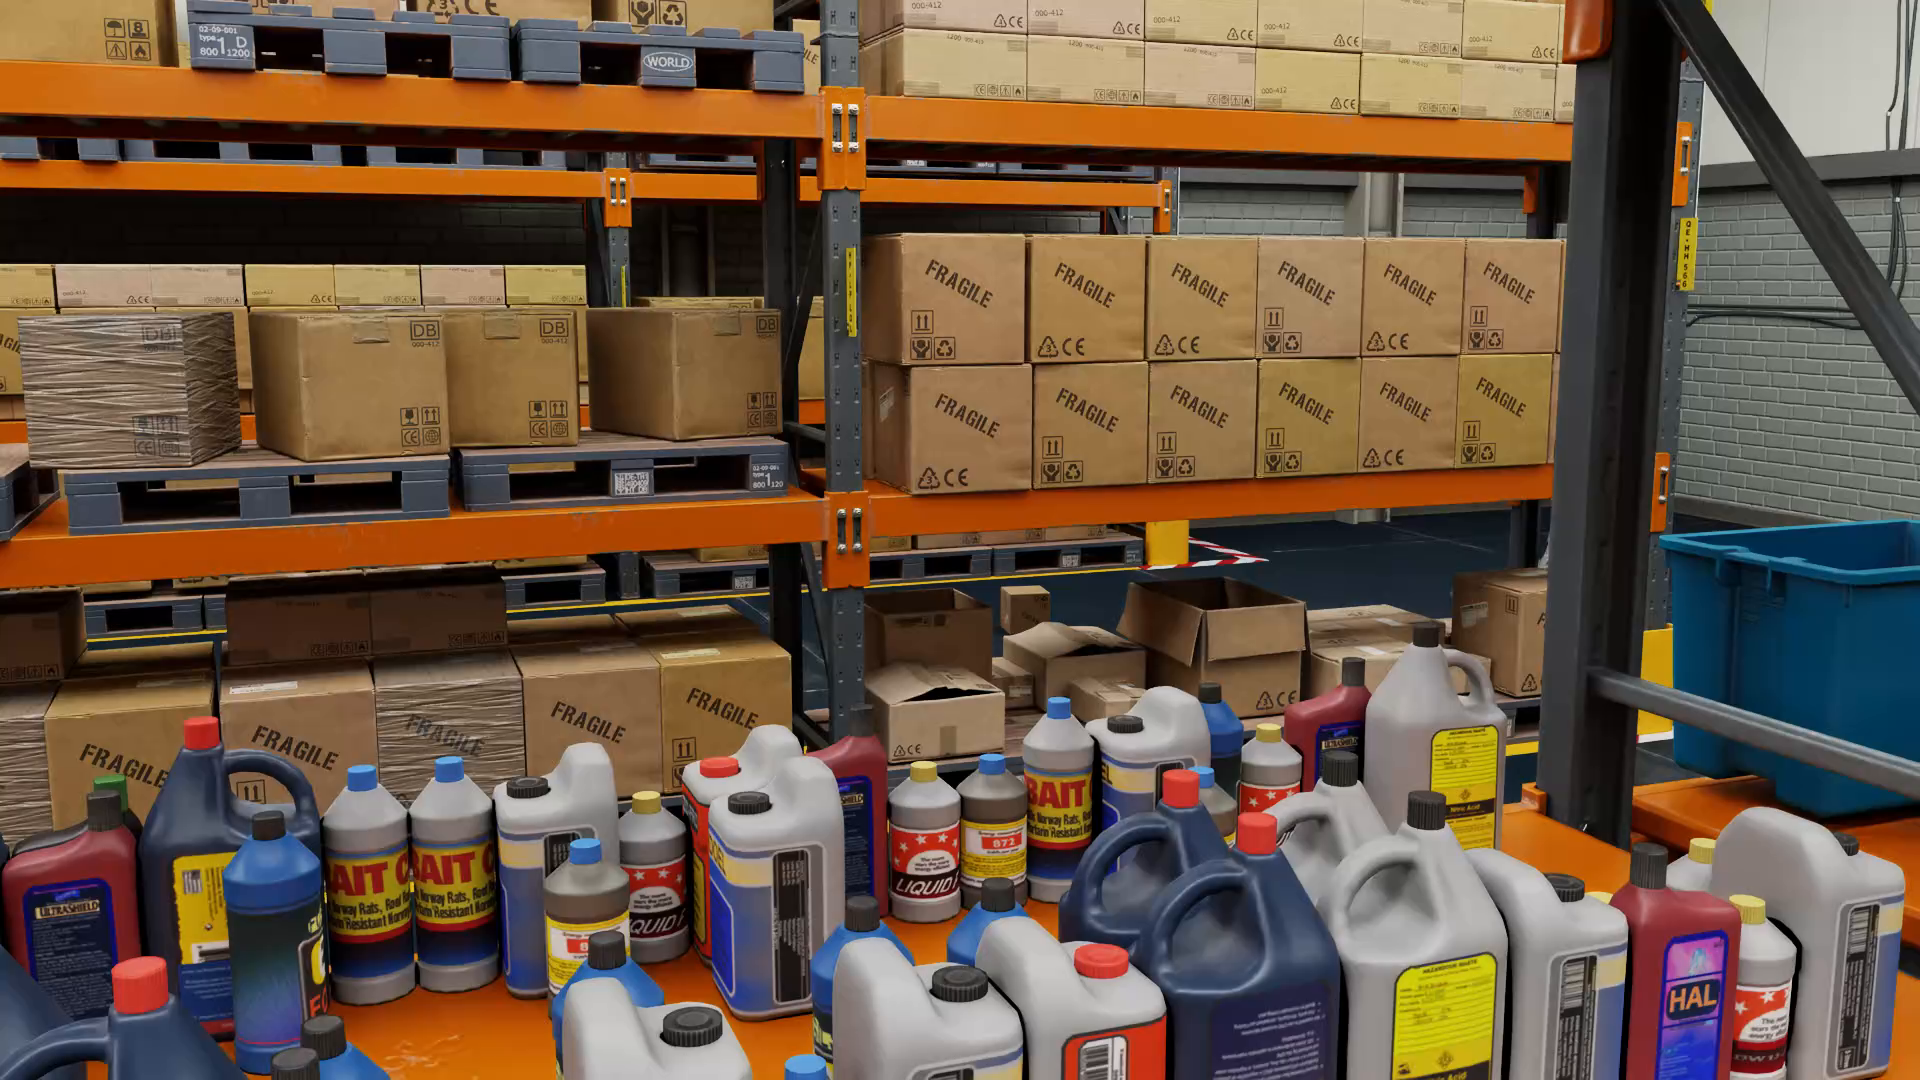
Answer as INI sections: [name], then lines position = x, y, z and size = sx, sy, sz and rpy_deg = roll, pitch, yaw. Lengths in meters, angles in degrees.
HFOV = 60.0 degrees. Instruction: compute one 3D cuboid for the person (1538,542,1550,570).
[person]
position = 3.724, -0.234, 9.683
size = 0.847, 1.647, 0.530
rpy_deg = 4, 10, 25
